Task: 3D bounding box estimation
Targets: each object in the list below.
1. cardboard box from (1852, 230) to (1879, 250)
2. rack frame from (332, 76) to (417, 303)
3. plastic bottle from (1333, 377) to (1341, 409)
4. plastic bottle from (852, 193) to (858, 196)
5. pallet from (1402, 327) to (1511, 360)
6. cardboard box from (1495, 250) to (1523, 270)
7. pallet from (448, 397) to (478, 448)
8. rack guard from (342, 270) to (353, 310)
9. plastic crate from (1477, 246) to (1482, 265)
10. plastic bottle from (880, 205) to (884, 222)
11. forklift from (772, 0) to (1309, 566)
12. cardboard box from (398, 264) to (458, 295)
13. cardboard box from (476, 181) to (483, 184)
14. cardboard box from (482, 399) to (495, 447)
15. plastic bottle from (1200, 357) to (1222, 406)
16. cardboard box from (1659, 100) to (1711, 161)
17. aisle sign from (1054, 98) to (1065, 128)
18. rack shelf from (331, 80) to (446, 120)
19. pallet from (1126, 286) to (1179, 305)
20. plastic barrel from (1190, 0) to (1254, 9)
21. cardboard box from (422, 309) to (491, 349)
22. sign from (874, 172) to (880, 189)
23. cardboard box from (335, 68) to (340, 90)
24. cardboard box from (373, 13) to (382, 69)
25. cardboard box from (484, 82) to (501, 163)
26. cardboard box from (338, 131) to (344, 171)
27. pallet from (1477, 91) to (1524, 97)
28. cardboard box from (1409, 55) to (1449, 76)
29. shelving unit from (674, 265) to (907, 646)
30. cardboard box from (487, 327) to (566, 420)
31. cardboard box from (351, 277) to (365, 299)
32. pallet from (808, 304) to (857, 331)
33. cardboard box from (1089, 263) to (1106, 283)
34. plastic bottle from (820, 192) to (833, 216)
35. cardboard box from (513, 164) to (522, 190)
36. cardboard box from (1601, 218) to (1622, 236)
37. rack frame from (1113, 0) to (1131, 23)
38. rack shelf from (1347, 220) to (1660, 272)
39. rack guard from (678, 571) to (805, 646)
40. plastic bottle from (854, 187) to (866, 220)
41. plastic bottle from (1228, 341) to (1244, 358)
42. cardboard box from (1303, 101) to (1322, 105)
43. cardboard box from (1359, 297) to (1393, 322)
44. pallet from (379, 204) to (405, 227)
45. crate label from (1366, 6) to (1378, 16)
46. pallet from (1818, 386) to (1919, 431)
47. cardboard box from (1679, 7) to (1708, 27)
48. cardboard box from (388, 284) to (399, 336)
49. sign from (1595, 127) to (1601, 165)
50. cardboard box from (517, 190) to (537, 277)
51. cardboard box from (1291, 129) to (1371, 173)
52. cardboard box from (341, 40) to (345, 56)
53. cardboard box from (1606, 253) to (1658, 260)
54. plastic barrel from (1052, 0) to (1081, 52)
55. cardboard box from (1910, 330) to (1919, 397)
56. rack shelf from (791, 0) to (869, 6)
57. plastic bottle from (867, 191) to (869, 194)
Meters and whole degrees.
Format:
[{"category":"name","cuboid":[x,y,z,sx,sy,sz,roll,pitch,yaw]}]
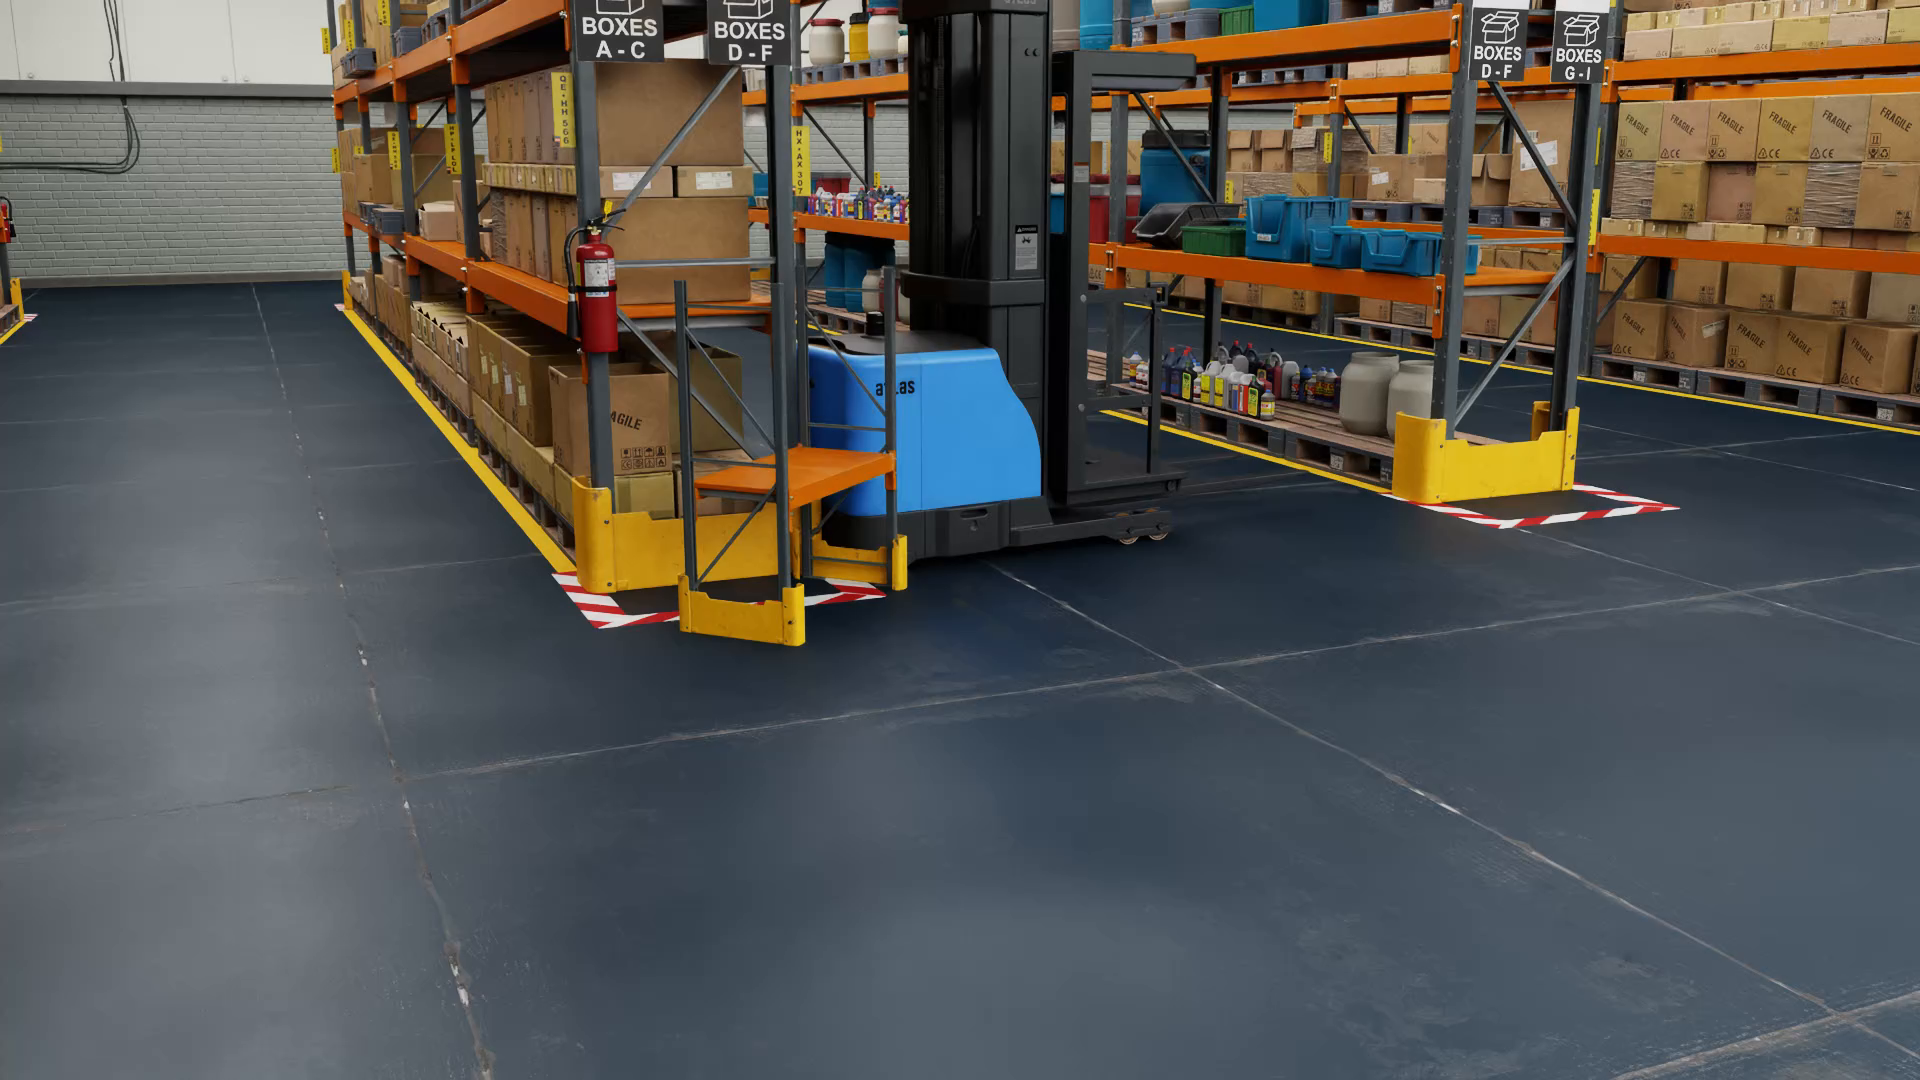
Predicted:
[{"category":"cardboard box","cuboid":[7.105,-2.318,12.791,0.380,0.149,0.250,-6,14,-23]},{"category":"rack frame","cuboid":[-7.684,-4.605,22.114,1.000,3.000,0.127,-6,14,-23]},{"category":"plastic bottle","cuboid":[2.750,-1.088,11.967,0.061,0.283,0.133,-5,14,-22]},{"category":"plastic bottle","cuboid":[-1.195,-3.857,19.158,0.152,0.276,0.135,-6,14,-23]},{"category":"pallet","cuboid":[5.395,-2.074,17.364,1.003,0.211,1.213,-6,14,-23]},{"category":"cardboard box","cuboid":[7.848,-3.801,23.251,0.500,0.500,0.500,-5,14,-20]},{"category":"pallet","cuboid":[-3.208,-0.916,12.359,1.003,0.211,1.213,-6,14,-23]},{"category":"rack guard","cuboid":[-7.654,-3.371,22.328,1.175,0.500,0.348,-6,14,-23]},{"category":"plastic crate","cuboid":[3.201,-1.831,10.715,0.298,0.136,0.250,-6,14,-23]},{"category":"plastic bottle","cuboid":[-0.809,-3.521,17.870,0.097,0.201,0.097,0,13,0]},{"category":"forklift","cuboid":[0.544,-1.500,8.849,3.031,2.935,1.130,-8,15,-29]},{"category":"cardboard box","cuboid":[-5.096,-2.497,15.912,0.500,0.250,0.500,-5,14,-21]},{"category":"cardboard box","cuboid":[-3.582,-2.547,13.000,0.500,0.500,0.500,-6,14,-23]},{"category":"cardboard box","cuboid":[-2.774,-0.764,10.684,0.500,0.250,0.500,-6,14,-23]},{"category":"plastic bottle","cuboid":[1.852,-1.165,12.151,0.144,0.351,0.185,-6,14,-23]},{"category":"cardboard box","cuboid":[6.350,-3.481,14.161,0.500,0.500,0.500,-6,14,-23]},{"category":"aisle sign","cuboid":[1.640,-6.807,25.865,0.394,0.787,0.004,-6,14,-23]},{"category":"rack shelf","cuboid":[-6.883,-5.303,20.072,1.077,0.370,4.000,-6,14,-23]},{"category":"pallet","cuboid":[2.764,-3.478,23.430,1.003,0.211,1.213,-6,14,-23]},{"category":"plastic barrel","cuboid":[1.963,-4.267,11.960,0.600,0.901,0.708,-6,14,-23]},{"category":"cardboard box","cuboid":[-4.118,-1.742,13.668,0.500,0.311,0.500,-6,14,-24]},{"category":"sign","cuboid":[-1.037,-4.409,20.655,0.100,0.325,0.005,-6,14,-23]},{"category":"cardboard box","cuboid":[-7.523,-5.760,20.784,0.500,0.250,0.500,-6,14,-23]},{"category":"cardboard box","cuboid":[-5.098,-4.762,15.919,0.910,0.500,0.500,-6,14,-23]},{"category":"cardboard box","cuboid":[-2.694,-2.715,10.851,0.700,0.500,0.500,-6,14,-23]},{"category":"cardboard box","cuboid":[-7.748,-5.025,21.491,0.500,0.500,0.500,-5,14,-21]},{"category":"pallet","cuboid":[7.731,-6.332,23.342,1.213,0.211,1.003,-6,14,-23]},{"category":"cardboard box","cuboid":[4.974,-4.903,17.082,0.500,0.250,0.500,-5,14,-22]},{"category":"shelving unit","cuboid":[-0.731,-0.423,7.373,0.587,1.500,1.083,6,14,23]},{"category":"cardboard box","cuboid":[-2.578,-1.025,10.152,0.500,0.500,0.500,-6,14,-23]},{"category":"cardboard box","cuboid":[-7.526,-3.238,21.332,0.500,0.250,0.500,-6,14,-23]},{"category":"pallet","cuboid":[-1.271,-2.703,20.083,1.003,0.211,1.213,-6,14,-23]},{"category":"cardboard box","cuboid":[2.445,-4.172,24.022,0.875,0.875,0.875,-6,14,-23]},{"category":"plastic bottle","cuboid":[-1.559,-3.959,19.599,0.152,0.276,0.135,-6,14,-23]},{"category":"cardboard box","cuboid":[-2.427,-2.152,9.854,0.380,0.149,0.250,-6,14,-25]},{"category":"cardboard box","cuboid":[6.012,-2.826,14.984,0.380,0.149,0.250,-6,14,-23]},{"category":"rack frame","cuboid":[1.663,-5.495,12.656,1.000,3.000,0.127,-6,14,-23]},{"category":"rack shelf","cuboid":[5.400,-3.082,17.131,1.077,0.370,4.000,-6,14,-23]},{"category":"rack guard","cuboid":[-0.932,0.288,7.070,0.587,0.250,0.087,6,14,23]},{"category":"plastic bottle","cuboid":[-1.103,-3.758,18.565,0.144,0.351,0.185,-6,14,-23]},{"category":"plastic bottle","cuboid":[2.185,-1.389,13.119,0.144,0.351,0.185,-6,14,-24]},{"category":"cardboard box","cuboid":[5.925,-7.199,27.001,0.500,0.250,0.500,-5,14,-21]},{"category":"cardboard box","cuboid":[4.885,-2.706,18.478,0.700,0.500,0.500,-6,15,-26]},{"category":"pallet","cuboid":[-5.263,-3.260,16.729,1.003,0.211,1.213,-6,14,-23]},{"category":"crate label","cuboid":[2.818,-3.551,11.240,0.502,0.251,0.408,-6,14,-23]},{"category":"pallet","cuboid":[7.480,-1.022,12.815,1.003,0.211,1.213,-6,14,-23]},{"category":"cardboard box","cuboid":[6.308,-4.400,14.026,0.380,0.149,0.250,-6,14,-23]},{"category":"cardboard box","cuboid":[-5.492,-2.336,16.877,0.500,0.500,0.500,-6,14,-25]},{"category":"sign","cuboid":[5.694,-3.533,14.915,0.100,0.325,0.005,-6,14,-23]},{"category":"cardboard box","cuboid":[-2.279,-1.871,10.080,0.700,0.500,0.500,-5,14,-22]},{"category":"cardboard box","cuboid":[4.321,-4.536,19.370,0.797,0.503,0.637,-5,14,-21]},{"category":"cardboard box","cuboid":[-6.921,-5.693,19.389,0.500,0.250,0.500,-6,14,-23]},{"category":"cardboard box","cuboid":[8.670,-3.743,21.339,0.500,0.250,0.500,-6,14,-24]},{"category":"plastic barrel","cuboid":[0.998,-4.499,13.890,0.600,0.901,0.600,0,13,0]},{"category":"cardboard box","cuboid":[7.569,-1.311,12.493,0.500,0.500,0.500,-3,13,-13]},{"category":"rack shelf","cuboid":[-0.741,-6.189,18.138,1.077,0.370,4.000,-6,14,-23]},{"category":"plastic bottle","cuboid":[-1.088,-4.113,20.262,0.152,0.276,0.135,-6,14,-23]}]
